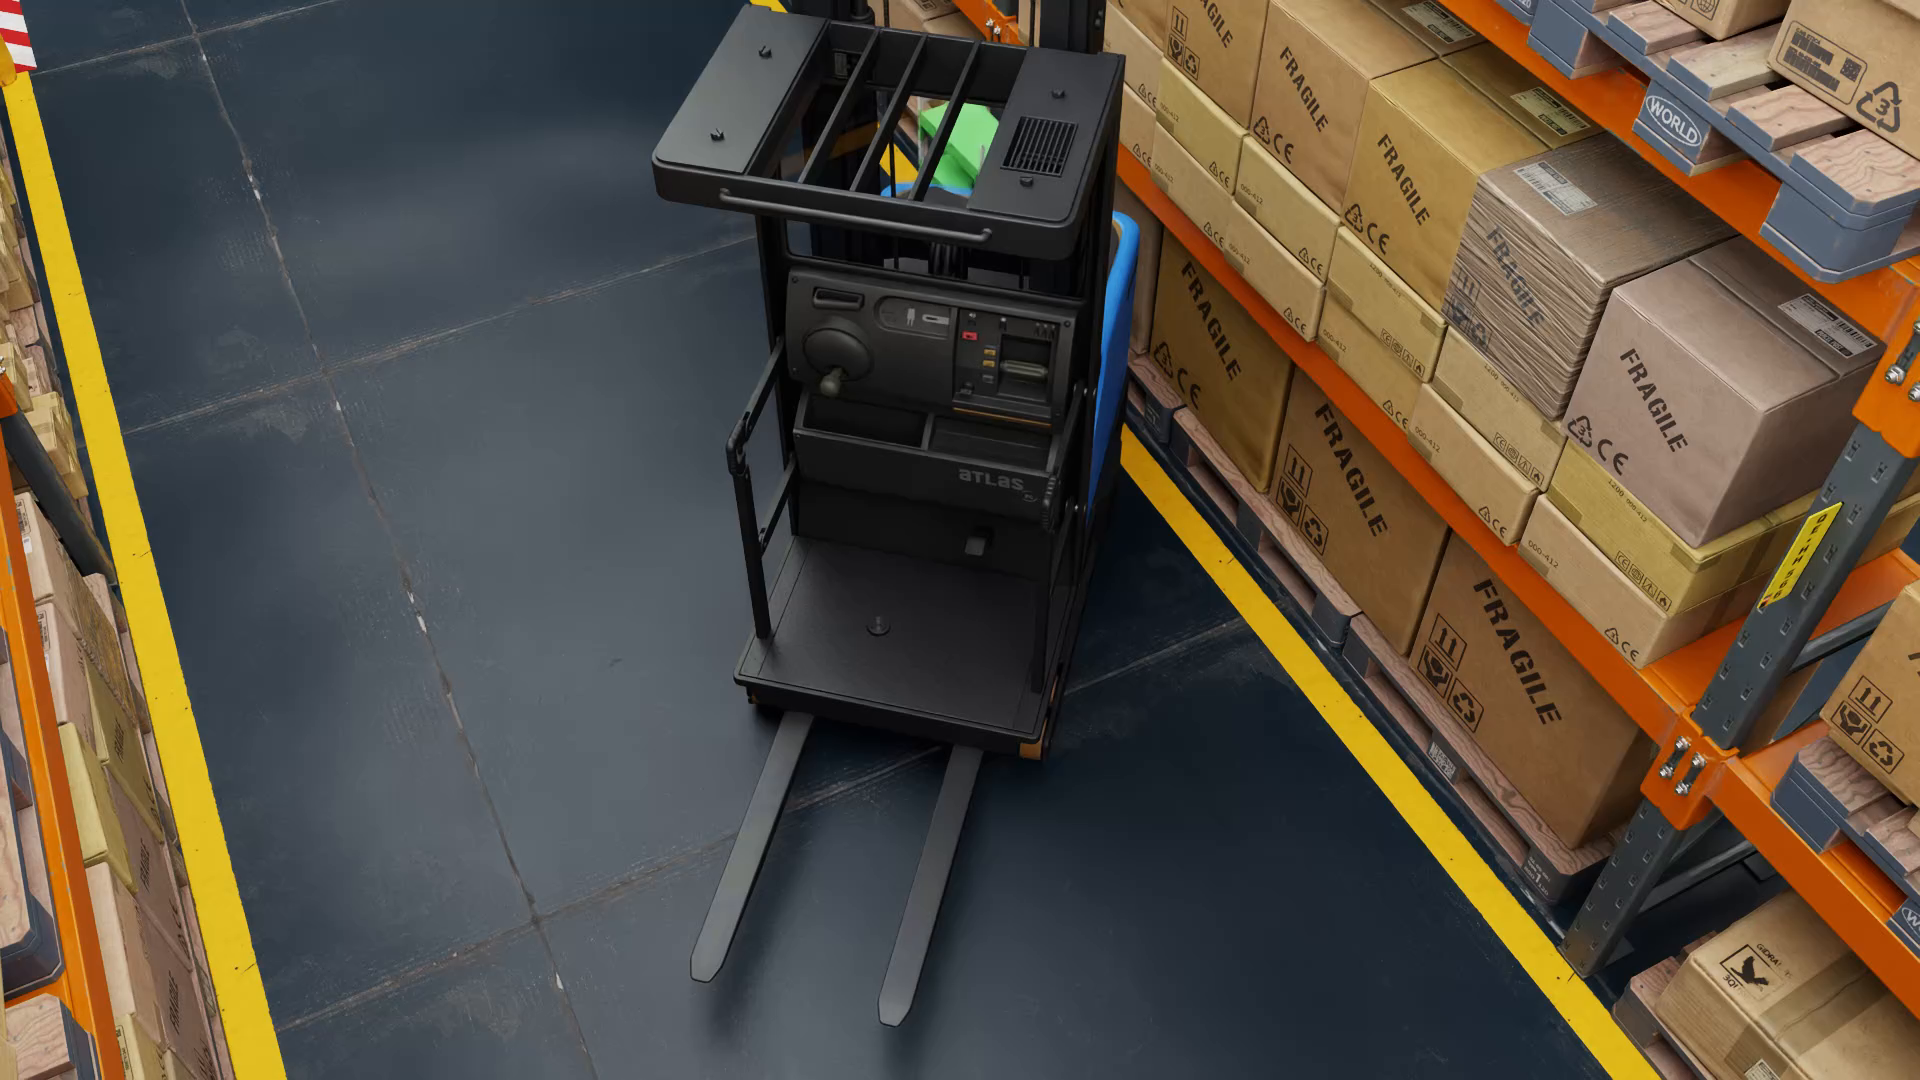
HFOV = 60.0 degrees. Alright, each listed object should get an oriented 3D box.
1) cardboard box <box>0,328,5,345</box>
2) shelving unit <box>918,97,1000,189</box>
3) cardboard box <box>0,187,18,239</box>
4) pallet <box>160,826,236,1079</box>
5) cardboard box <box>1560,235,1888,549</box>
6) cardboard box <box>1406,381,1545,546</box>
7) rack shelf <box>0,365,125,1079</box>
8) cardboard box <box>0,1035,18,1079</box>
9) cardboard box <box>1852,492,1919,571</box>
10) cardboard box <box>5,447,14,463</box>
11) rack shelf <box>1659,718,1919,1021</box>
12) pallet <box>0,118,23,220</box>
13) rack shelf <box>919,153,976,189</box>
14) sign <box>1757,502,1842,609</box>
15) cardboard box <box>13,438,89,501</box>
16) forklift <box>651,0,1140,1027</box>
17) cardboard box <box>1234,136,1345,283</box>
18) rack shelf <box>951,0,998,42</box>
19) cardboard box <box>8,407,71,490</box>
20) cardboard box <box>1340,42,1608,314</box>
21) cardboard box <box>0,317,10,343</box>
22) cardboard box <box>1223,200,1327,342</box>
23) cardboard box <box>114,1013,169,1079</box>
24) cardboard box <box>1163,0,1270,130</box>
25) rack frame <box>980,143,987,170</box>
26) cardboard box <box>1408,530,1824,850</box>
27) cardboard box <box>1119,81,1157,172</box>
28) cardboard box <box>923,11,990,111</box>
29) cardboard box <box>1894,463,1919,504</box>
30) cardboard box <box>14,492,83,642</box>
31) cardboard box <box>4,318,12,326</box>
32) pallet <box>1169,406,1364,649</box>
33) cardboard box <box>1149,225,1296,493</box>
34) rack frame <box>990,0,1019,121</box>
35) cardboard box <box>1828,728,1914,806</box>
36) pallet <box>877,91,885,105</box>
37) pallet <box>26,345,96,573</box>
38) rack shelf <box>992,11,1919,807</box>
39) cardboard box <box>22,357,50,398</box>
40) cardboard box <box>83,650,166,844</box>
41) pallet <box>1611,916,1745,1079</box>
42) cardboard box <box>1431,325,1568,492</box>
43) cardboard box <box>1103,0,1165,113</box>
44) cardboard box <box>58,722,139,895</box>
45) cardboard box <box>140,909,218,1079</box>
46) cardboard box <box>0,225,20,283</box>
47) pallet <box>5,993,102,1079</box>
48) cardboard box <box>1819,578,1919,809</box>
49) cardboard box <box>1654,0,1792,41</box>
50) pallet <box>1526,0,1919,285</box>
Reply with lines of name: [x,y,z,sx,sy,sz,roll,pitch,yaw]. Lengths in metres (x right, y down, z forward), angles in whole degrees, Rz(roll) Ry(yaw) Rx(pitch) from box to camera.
cardboard box: [-3.961,-0.732,6.509,0.380,0.149,0.250,-22,52,-18]
shelving unit: [0.060,-1.308,6.985,0.258,1.200,0.503,-23,52,-20]
cardboard box: [-4.502,-1.430,7.515,0.380,0.149,0.250,-20,52,-17]
pallet: [-2.834,1.579,5.121,1.003,0.211,1.213,-21,52,-18]
cardboard box: [1.962,-0.391,4.261,0.500,0.500,0.500,-22,53,-18]
cardboard box: [1.721,-0.309,5.019,0.500,0.250,0.500,-20,52,-17]
rack shelf: [-2.839,0.898,4.342,1.077,0.370,4.000,-21,52,-18]
cardboard box: [-2.196,1.216,3.475,0.380,0.149,0.250,-19,51,-16]
cardboard box: [2.431,-0.137,4.870,0.500,0.250,0.500,-22,52,-18]
cardboard box: [-3.728,-0.374,6.197,0.380,0.149,0.250,-19,52,-16]
rack shelf: [3.346,1.803,3.551,1.077,0.370,4.000,-21,52,-18]
pallet: [-5.210,-1.829,8.102,1.003,0.211,1.213,-21,52,-18]
rack shelf: [0.060,-1.426,6.854,0.258,0.148,0.480,-23,52,-20]
sign: [1.939,0.040,3.846,0.100,0.325,0.005,-21,52,-18]
cardboard box: [-3.635,-0.231,6.467,0.380,0.149,0.250,-23,53,-19]
forklift: [-0.151,-0.504,5.136,1.130,2.935,3.031,10,50,9]
cardboard box: [1.256,-1.149,5.423,0.500,0.250,0.500,-23,53,-19]
rack shelf: [-0.314,-3.551,8.234,1.077,0.370,4.000,-21,52,-18]
cardboard box: [-3.636,-0.327,6.354,0.380,0.149,0.250,-19,51,-16]
cardboard box: [1.499,-1.066,4.851,0.500,0.500,0.500,-21,52,-17]
cardboard box: [-4.096,-0.798,6.765,0.380,0.149,0.250,-24,53,-19]
cardboard box: [1.247,-0.983,5.609,0.500,0.250,0.500,-22,52,-18]
cardboard box: [-2.256,1.554,4.174,0.500,0.250,0.500,-22,52,-18]
cardboard box: [1.031,-1.751,5.450,0.500,0.500,0.500,-22,52,-18]
rack frame: [0.182,-1.151,6.844,0.240,1.200,0.015,-23,52,-20]
cardboard box: [2.189,0.298,5.522,0.875,0.875,0.875,-22,52,-18]
cardboard box: [0.806,-1.669,6.209,0.500,0.250,0.500,-22,52,-18]
cardboard box: [0.409,-2.202,7.999,0.875,0.438,0.875,-22,52,-18]
cardboard box: [2.419,-0.312,4.690,0.500,0.250,0.500,-22,52,-18]
cardboard box: [-3.189,0.172,5.383,0.500,0.250,0.500,-22,53,-18]
cardboard box: [-4.232,-0.878,7.033,0.380,0.149,0.250,-23,53,-19]
pallet: [1.583,-0.224,6.698,1.003,0.211,1.213,-21,52,-18]
cardboard box: [1.376,-0.899,6.569,0.875,0.875,0.875,-20,52,-16]
rack frame: [0.601,-2.450,6.792,1.000,3.000,0.127,-21,52,-18]
cardboard box: [2.415,0.454,4.141,0.380,0.149,0.250,-24,53,-20]
pallet: [-0.240,-2.885,9.026,1.003,0.211,1.213,-21,52,-18]
pallet: [-4.093,-0.196,6.674,1.003,0.211,1.213,-21,52,-18]
rack shelf: [1.516,-0.874,5.892,1.077,0.370,4.000,-21,52,-18]
cardboard box: [-3.917,-0.558,6.753,0.380,0.149,0.250,-21,52,-18]
cardboard box: [-2.957,0.760,5.367,0.500,0.500,0.500,-22,52,-18]
pallet: [2.788,1.669,5.043,1.003,0.211,1.213,-21,52,-18]
cardboard box: [1.746,-0.466,4.825,0.500,0.250,0.500,-22,53,-18]
cardboard box: [0.815,-1.834,6.021,0.500,0.250,0.500,-20,52,-17]
cardboard box: [-2.711,0.870,4.773,0.500,0.250,0.500,-23,53,-19]
cardboard box: [-2.493,1.446,4.766,0.500,0.500,0.500,-22,53,-18]
cardboard box: [-4.260,-1.181,7.100,0.380,0.149,0.250,-22,52,-18]
pallet: [-2.345,1.623,3.358,1.213,0.211,1.003,-21,52,-18]
cardboard box: [2.431,0.339,3.810,0.500,0.500,0.500,-23,53,-19]
cardboard box: [1.809,-1.528,3.648,0.700,0.500,0.500,-24,53,-19]
pallet: [2.089,-1.110,3.754,1.213,0.211,1.003,-19,51,-16]
